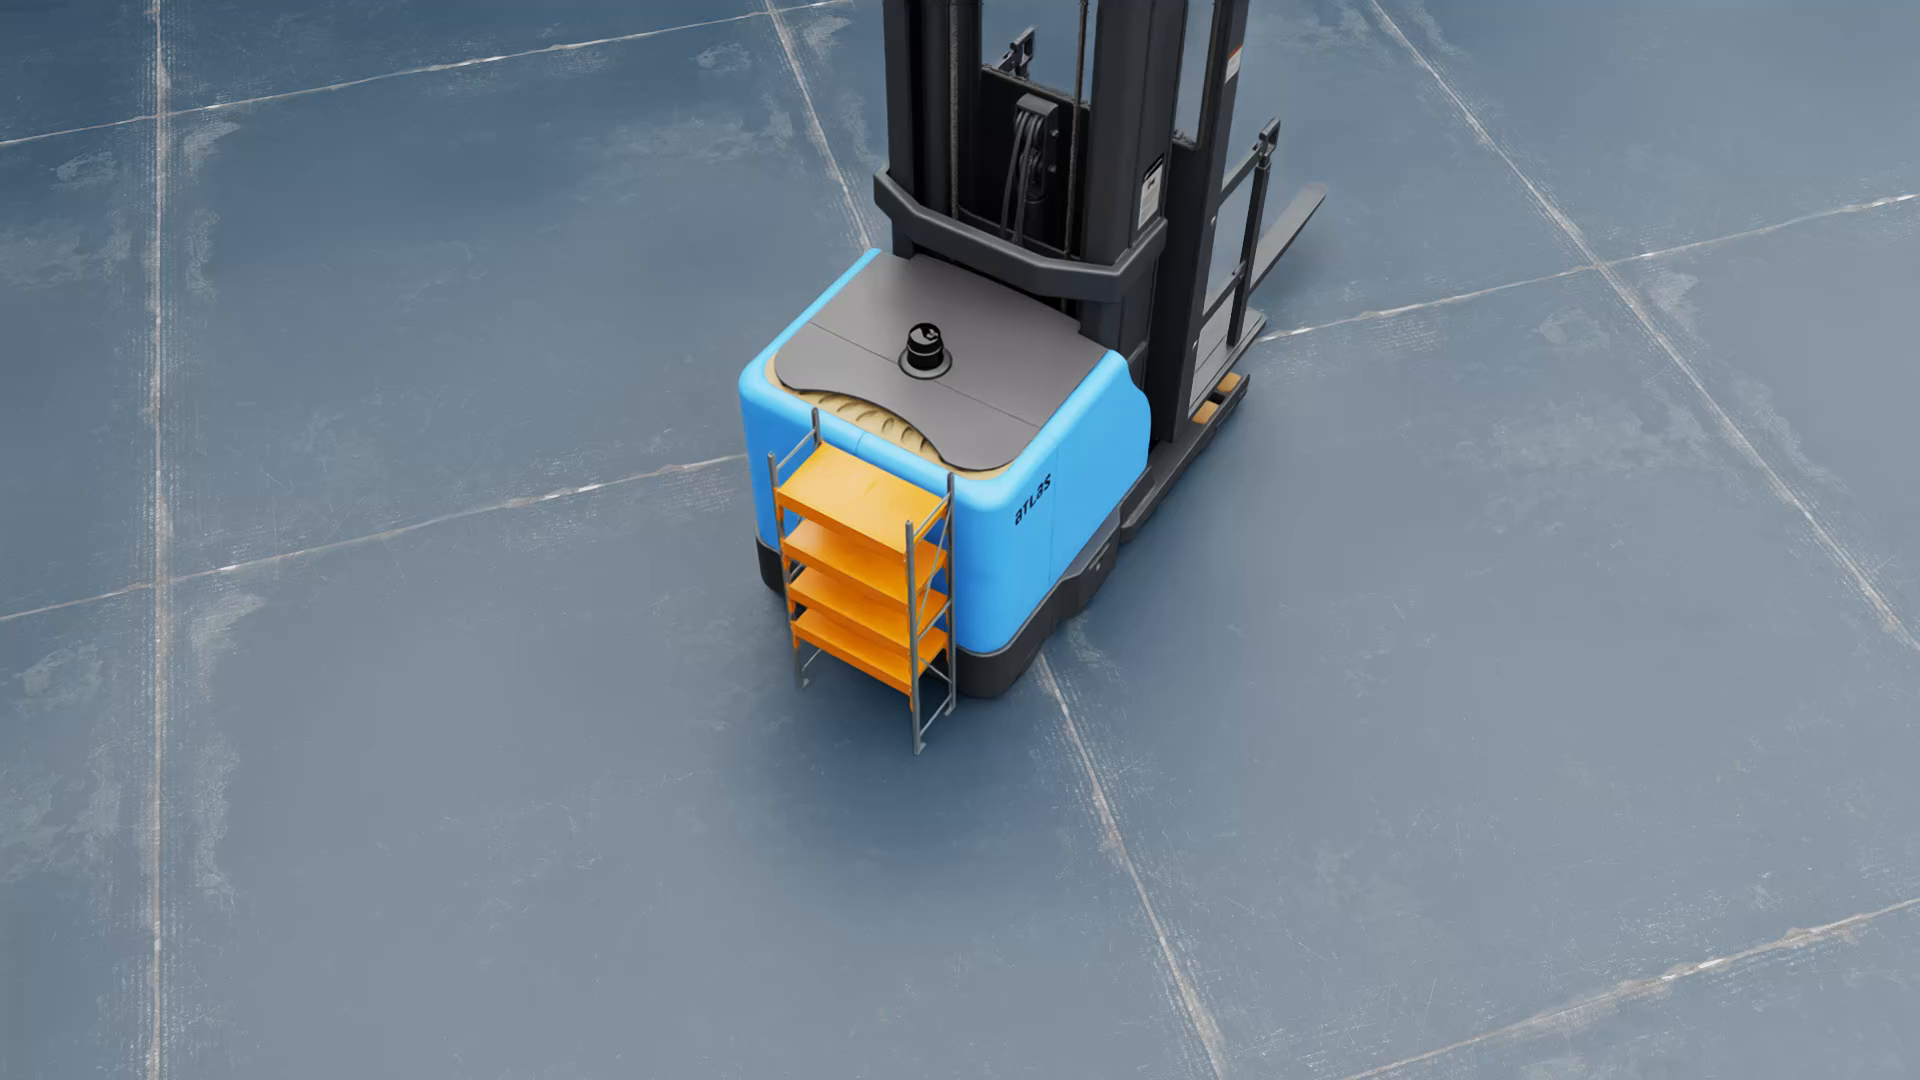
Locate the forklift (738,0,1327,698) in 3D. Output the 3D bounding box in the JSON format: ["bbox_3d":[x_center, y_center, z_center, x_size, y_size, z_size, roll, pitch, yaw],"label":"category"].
[{"bbox_3d":[0.499,-1.515,5.610,1.130,2.935,3.031,26,55,21],"label":"forklift"}]

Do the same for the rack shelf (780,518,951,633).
[{"bbox_3d":[-0.291,0.062,5.208,0.480,0.148,0.258,26,55,20],"label":"rack shelf"}]

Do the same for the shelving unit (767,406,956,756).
[{"bbox_3d":[-0.291,0.163,5.328,0.503,1.200,0.258,26,55,20],"label":"shelving unit"}]

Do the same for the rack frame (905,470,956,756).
[{"bbox_3d":[-0.086,0.263,5.243,0.015,1.200,0.240,26,55,20],"label":"rack frame"}]

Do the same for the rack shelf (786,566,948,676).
[{"bbox_3d":[-0.291,0.206,5.379,0.480,0.148,0.258,26,55,20],"label":"rack shelf"}]

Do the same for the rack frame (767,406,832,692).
[{"bbox_3d":[-0.497,0.063,5.412,0.015,1.200,0.240,26,55,20],"label":"rack frame"}]

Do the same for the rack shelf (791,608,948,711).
[{"bbox_3d":[-0.291,0.334,5.531,0.480,0.148,0.258,26,55,20],"label":"rack shelf"}]

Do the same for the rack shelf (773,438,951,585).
[{"bbox_3d":[-0.291,-0.090,5.027,0.480,0.148,0.258,26,55,20],"label":"rack shelf"}]
